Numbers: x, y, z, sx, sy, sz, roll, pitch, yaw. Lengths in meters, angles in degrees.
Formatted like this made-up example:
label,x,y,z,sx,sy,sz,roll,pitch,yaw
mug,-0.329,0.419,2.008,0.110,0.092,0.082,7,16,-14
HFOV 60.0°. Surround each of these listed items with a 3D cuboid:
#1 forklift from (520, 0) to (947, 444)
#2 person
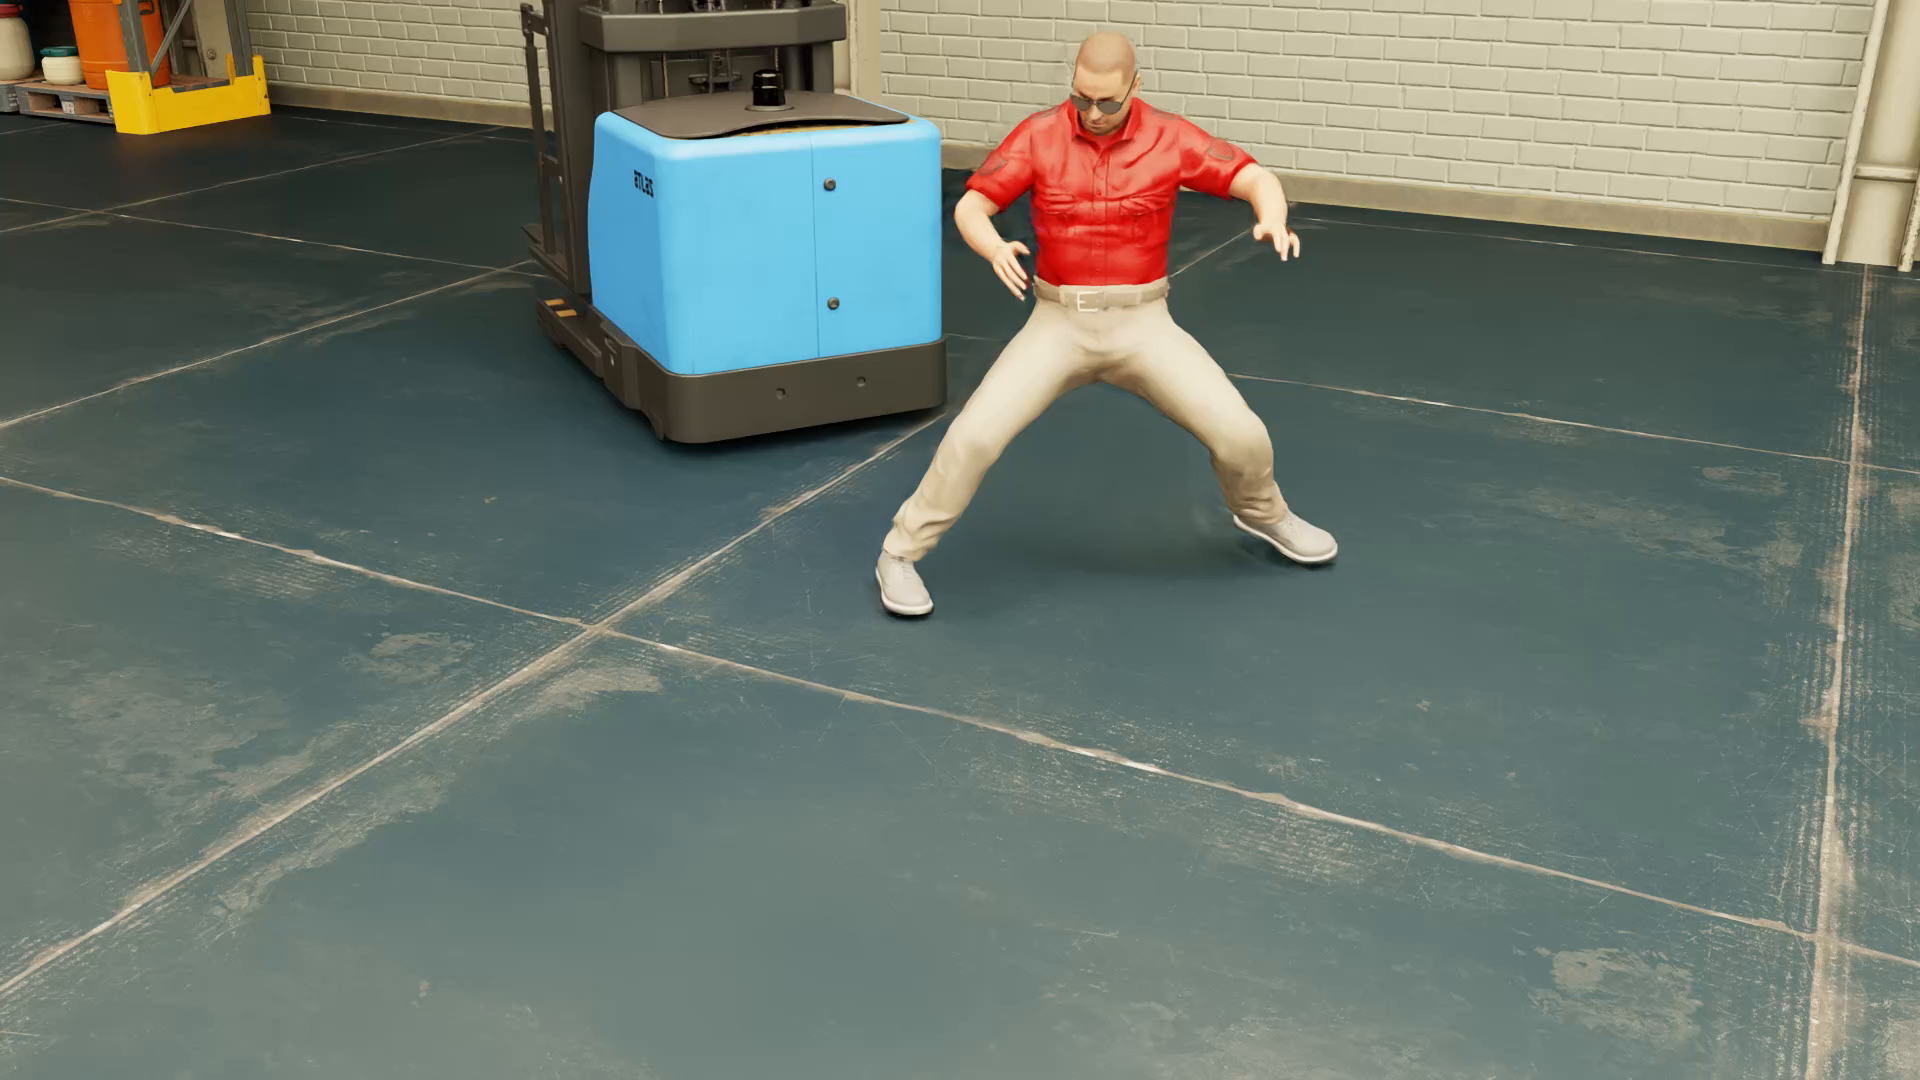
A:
label,x,y,z,sx,sy,sz,roll,pitch,yaw
forklift,-1.158,-2.215,6.540,1.130,2.935,3.031,-11,25,-24
person,0.421,-0.578,4.485,1.309,1.512,0.712,4,23,9
